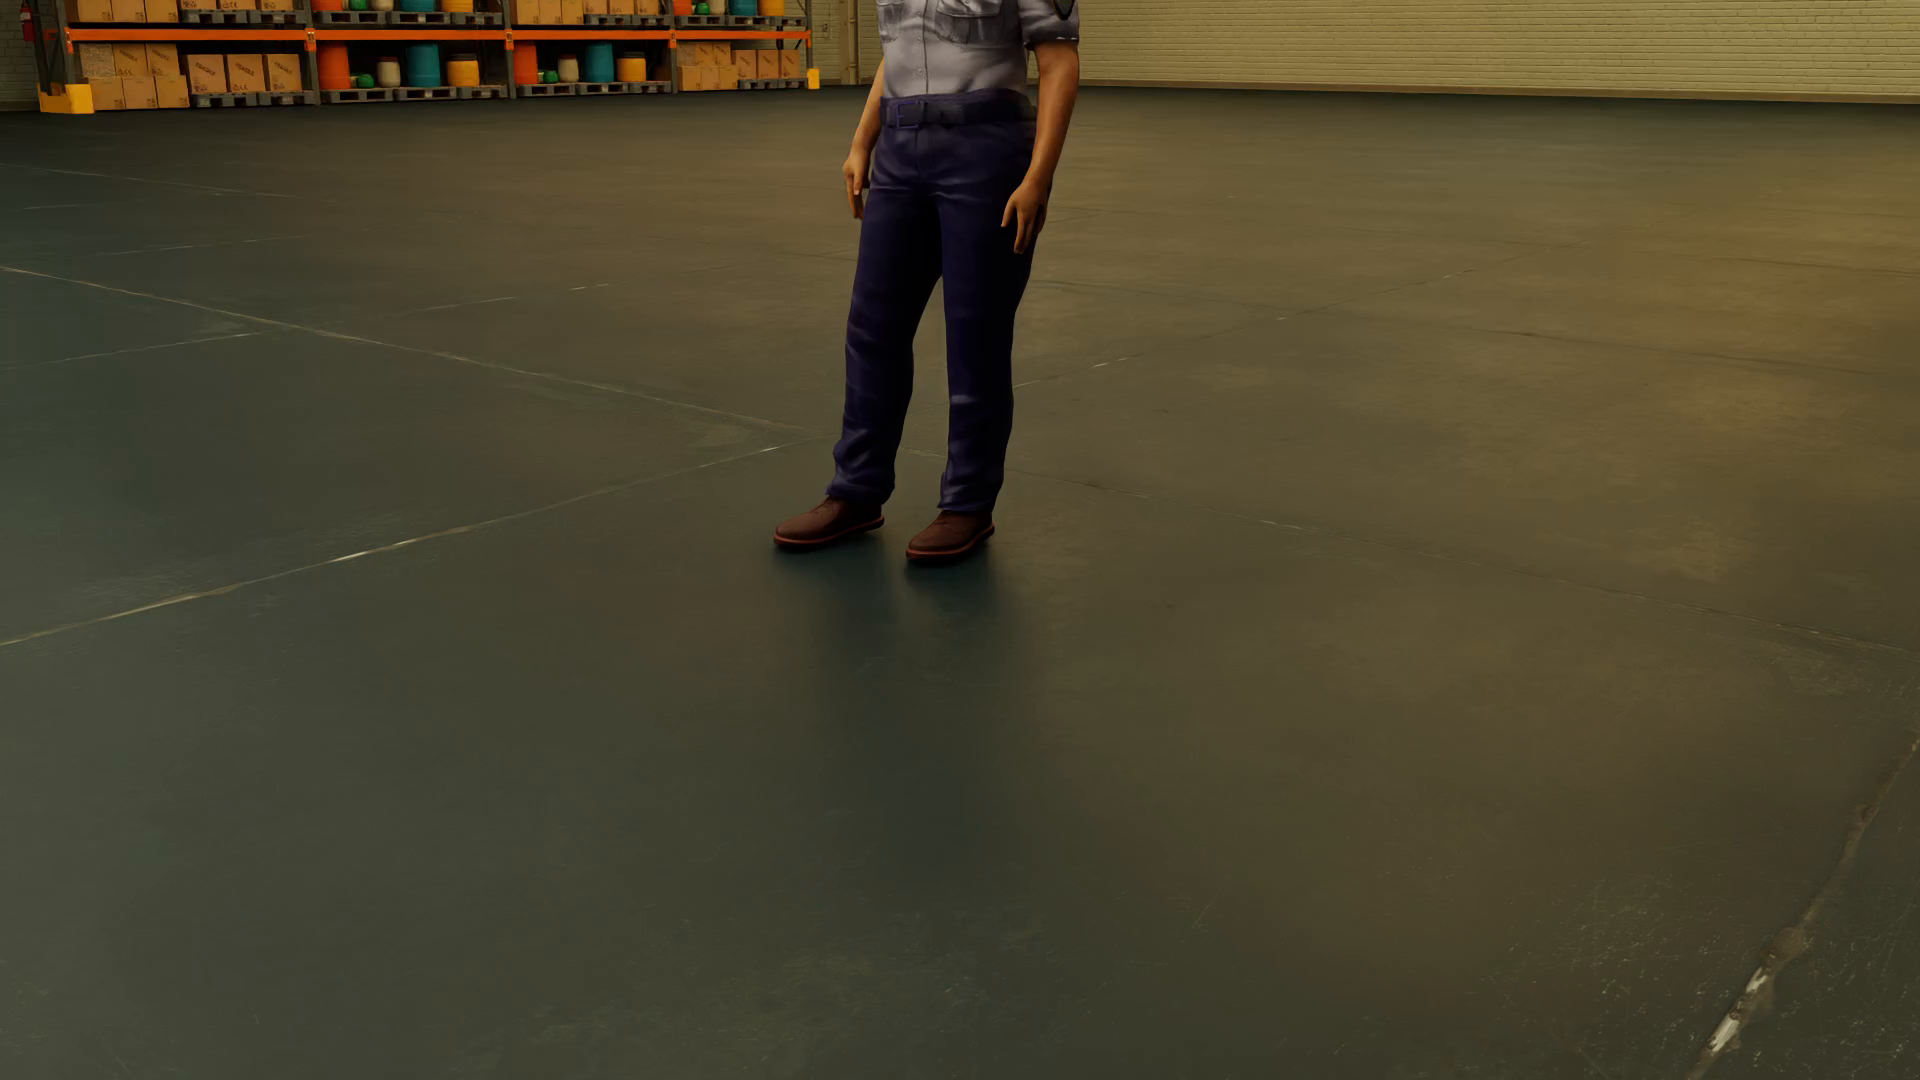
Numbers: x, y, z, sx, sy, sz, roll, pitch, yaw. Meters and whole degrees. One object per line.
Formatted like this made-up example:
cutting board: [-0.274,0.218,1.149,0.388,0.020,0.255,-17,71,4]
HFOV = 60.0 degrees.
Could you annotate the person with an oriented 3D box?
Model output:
person: [-0.075,-0.779,3.648,0.598,1.651,0.502,13,21,37]
